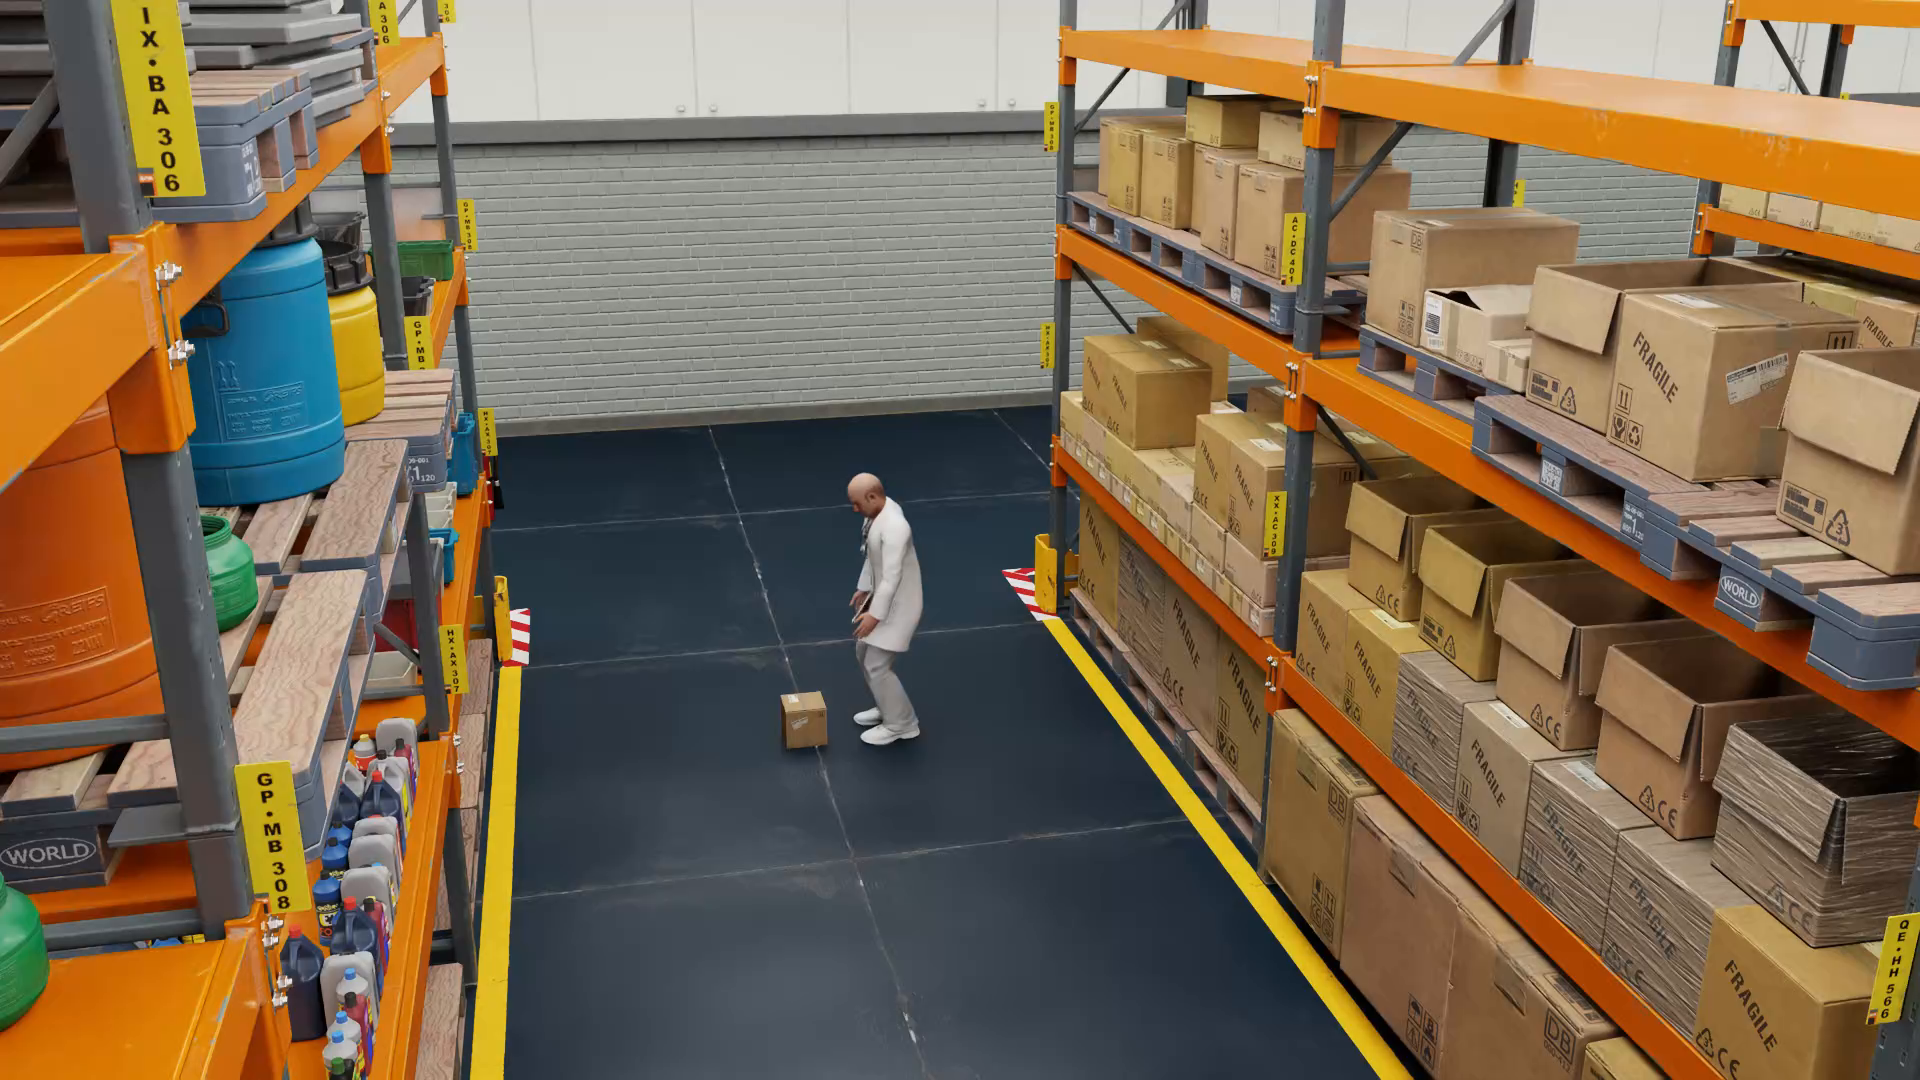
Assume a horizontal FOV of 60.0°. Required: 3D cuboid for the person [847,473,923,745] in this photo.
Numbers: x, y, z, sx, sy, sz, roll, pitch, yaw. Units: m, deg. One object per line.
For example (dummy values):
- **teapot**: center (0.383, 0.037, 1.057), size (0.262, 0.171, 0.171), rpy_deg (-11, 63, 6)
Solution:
- **person**: center (-0.452, 0.400, 10.081), size (0.459, 1.702, 0.599), rpy_deg (-4, 20, -11)
